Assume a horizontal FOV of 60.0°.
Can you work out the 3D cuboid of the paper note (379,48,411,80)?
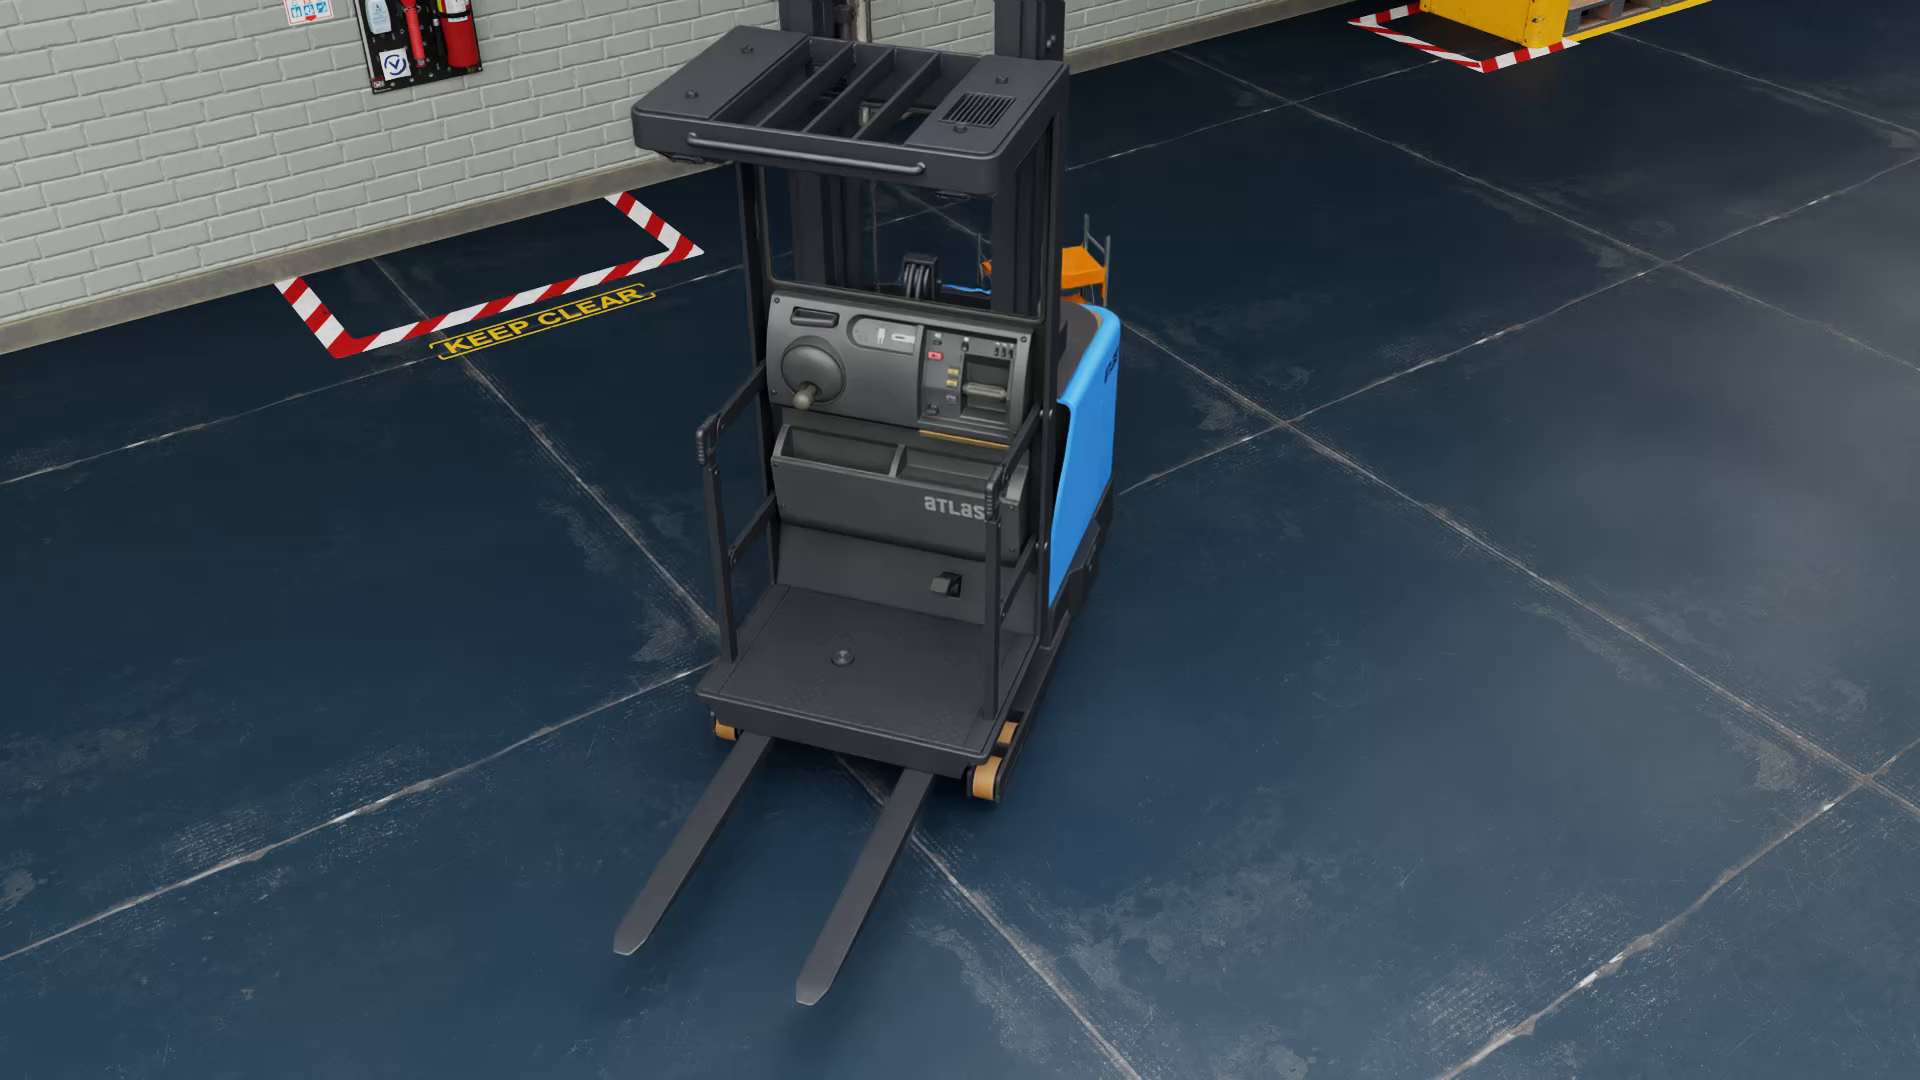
[{"bbox_3d":[-3.065,-2.583,9.027,0.142,0.148,0.016,-22,41,-28],"label":"paper note"}]

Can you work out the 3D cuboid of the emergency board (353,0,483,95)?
[{"bbox_3d":[-2.881,-2.967,8.807,0.643,1.169,0.194,-22,41,-28],"label":"emergency board"}]

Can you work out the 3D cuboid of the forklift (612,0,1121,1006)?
[{"bbox_3d":[-0.281,-0.524,5.469,1.130,2.935,3.031,11,37,15],"label":"forklift"}]

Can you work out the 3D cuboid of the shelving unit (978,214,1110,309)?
[{"bbox_3d":[0.353,-0.796,7.330,0.503,1.200,0.258,-12,37,-16],"label":"shelving unit"}]

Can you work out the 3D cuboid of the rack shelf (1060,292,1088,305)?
[{"bbox_3d":[0.353,-0.923,7.238,0.480,0.148,0.258,-12,37,-16],"label":"rack shelf"}]

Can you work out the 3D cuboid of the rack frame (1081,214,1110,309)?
[{"bbox_3d":[0.582,-0.845,7.397,0.015,1.200,0.240,-12,37,-16],"label":"rack frame"}]

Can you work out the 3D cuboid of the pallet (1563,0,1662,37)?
[{"bbox_3d":[4.738,-4.300,13.048,1.213,0.211,1.003,-22,41,-28],"label":"pallet"}]

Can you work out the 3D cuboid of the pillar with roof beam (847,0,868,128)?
[{"bbox_3d":[1.641,-4.161,5.329,0.400,9.000,9.100,-22,41,-28],"label":"pillar with roof beam"}]

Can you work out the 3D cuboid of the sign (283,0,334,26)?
[{"bbox_3d":[-3.392,-2.845,8.606,0.234,0.329,0.001,-22,41,-28],"label":"sign"}]

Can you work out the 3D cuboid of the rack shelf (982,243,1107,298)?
[{"bbox_3d":[0.353,-1.115,7.100,0.480,0.148,0.258,-12,37,-16],"label":"rack shelf"}]

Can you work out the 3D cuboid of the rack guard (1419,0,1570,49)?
[{"bbox_3d":[4.054,-4.161,12.607,0.348,0.500,1.175,-22,41,-28],"label":"rack guard"}]

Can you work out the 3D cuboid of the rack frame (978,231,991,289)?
[{"bbox_3d":[0.123,-0.748,7.262,0.015,1.200,0.240,-12,37,-16],"label":"rack frame"}]

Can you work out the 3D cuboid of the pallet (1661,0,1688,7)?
[{"bbox_3d":[5.734,-4.708,13.615,1.213,0.211,1.003,-22,41,-28],"label":"pallet"}]
